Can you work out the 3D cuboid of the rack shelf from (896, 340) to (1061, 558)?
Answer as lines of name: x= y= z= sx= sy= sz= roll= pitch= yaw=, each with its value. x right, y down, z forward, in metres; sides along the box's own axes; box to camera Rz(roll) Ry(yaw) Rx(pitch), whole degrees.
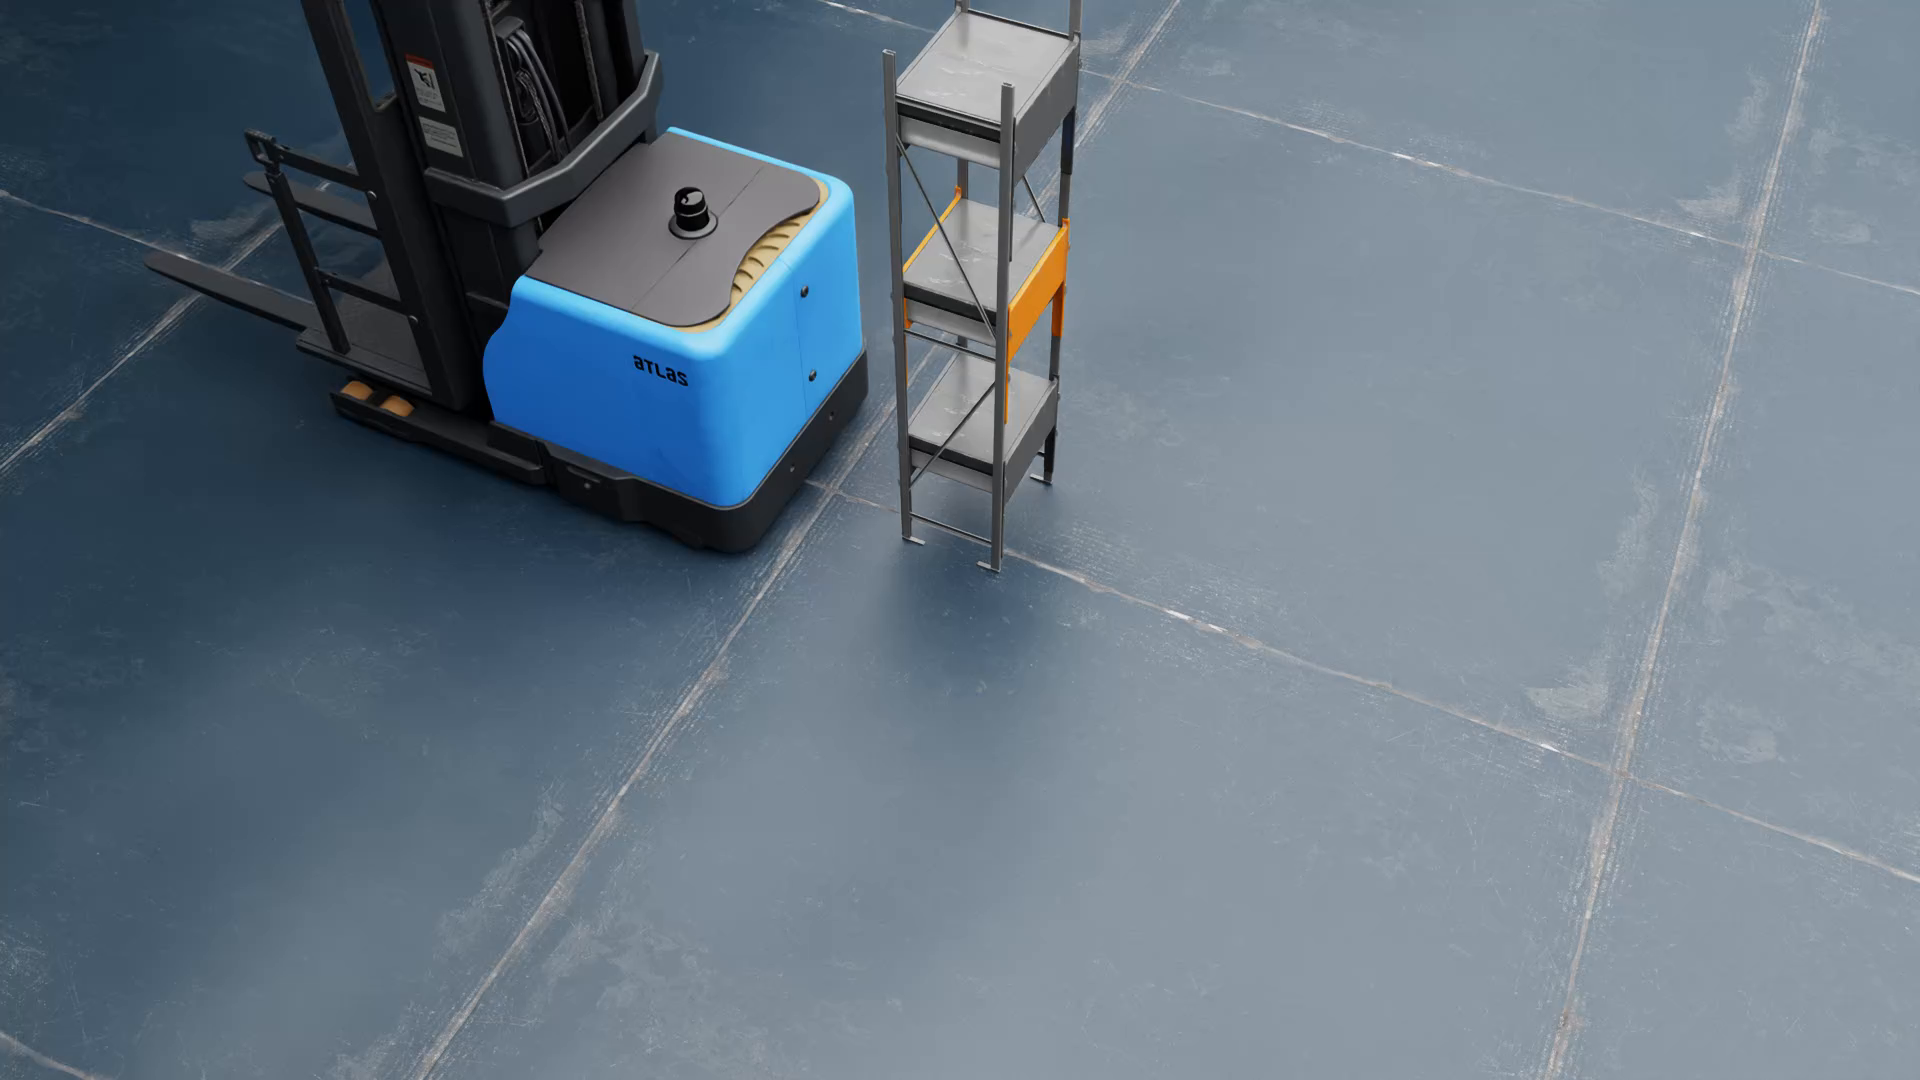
rack shelf: x=0.071 y=-0.332 z=6.091 sx=0.431 sy=0.518 sz=0.480 roll=20 pitch=52 yaw=16

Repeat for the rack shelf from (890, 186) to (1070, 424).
rack shelf: x=0.071 y=-0.786 z=5.558 sx=0.431 sy=0.518 sz=0.480 roll=20 pitch=52 yaw=16

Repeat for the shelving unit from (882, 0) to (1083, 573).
shelving unit: x=0.071 y=-0.794 z=5.547 sx=0.431 sy=2.100 sz=0.503 roll=20 pitch=52 yaw=16

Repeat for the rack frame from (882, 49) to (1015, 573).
rack frame: x=-0.034 y=-0.626 z=5.404 sx=0.400 sy=2.100 sz=0.015 roll=20 pitch=52 yaw=16

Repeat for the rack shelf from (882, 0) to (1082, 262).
rack shelf: x=0.071 y=-1.239 z=5.025 sx=0.431 sy=0.518 sz=0.480 roll=20 pitch=52 yaw=16

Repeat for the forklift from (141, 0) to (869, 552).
forklift: x=-1.920 y=-1.696 z=5.769 sx=3.031 sy=2.935 sz=1.130 roll=20 pitch=53 yaw=17

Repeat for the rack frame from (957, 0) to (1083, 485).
rack frame: x=0.175 y=-0.962 z=5.690 sx=0.400 sy=2.100 sz=0.015 roll=20 pitch=52 yaw=16
